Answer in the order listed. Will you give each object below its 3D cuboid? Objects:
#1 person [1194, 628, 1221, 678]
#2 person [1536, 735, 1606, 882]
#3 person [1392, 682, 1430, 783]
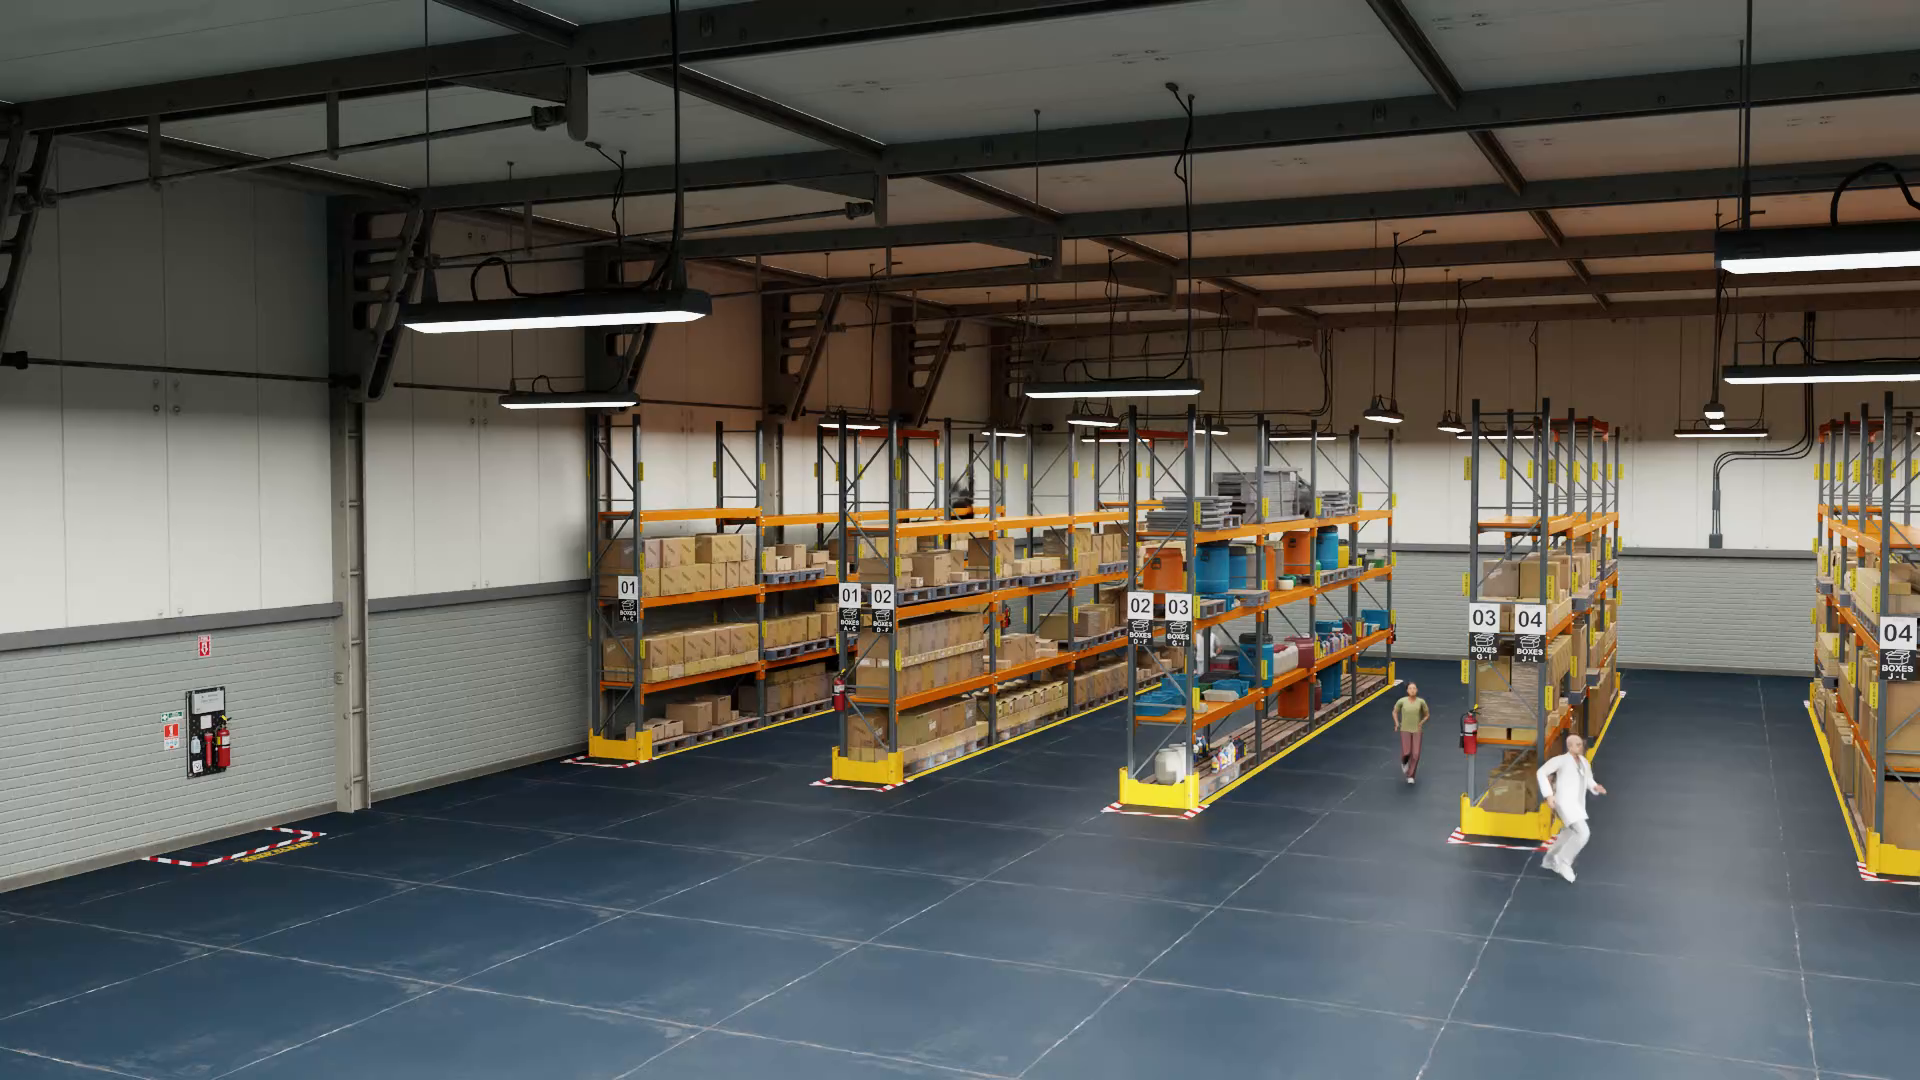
[{"bbox_3d":[5.331,2.640,36.188,0.663,1.733,0.604,1,2,14],"label":"person"},{"bbox_3d":[7.510,3.281,20.373,0.671,1.786,0.833,-2,3,-37],"label":"person"},{"bbox_3d":[7.269,3.091,26.778,0.581,1.624,0.549,0,2,10],"label":"person"}]
